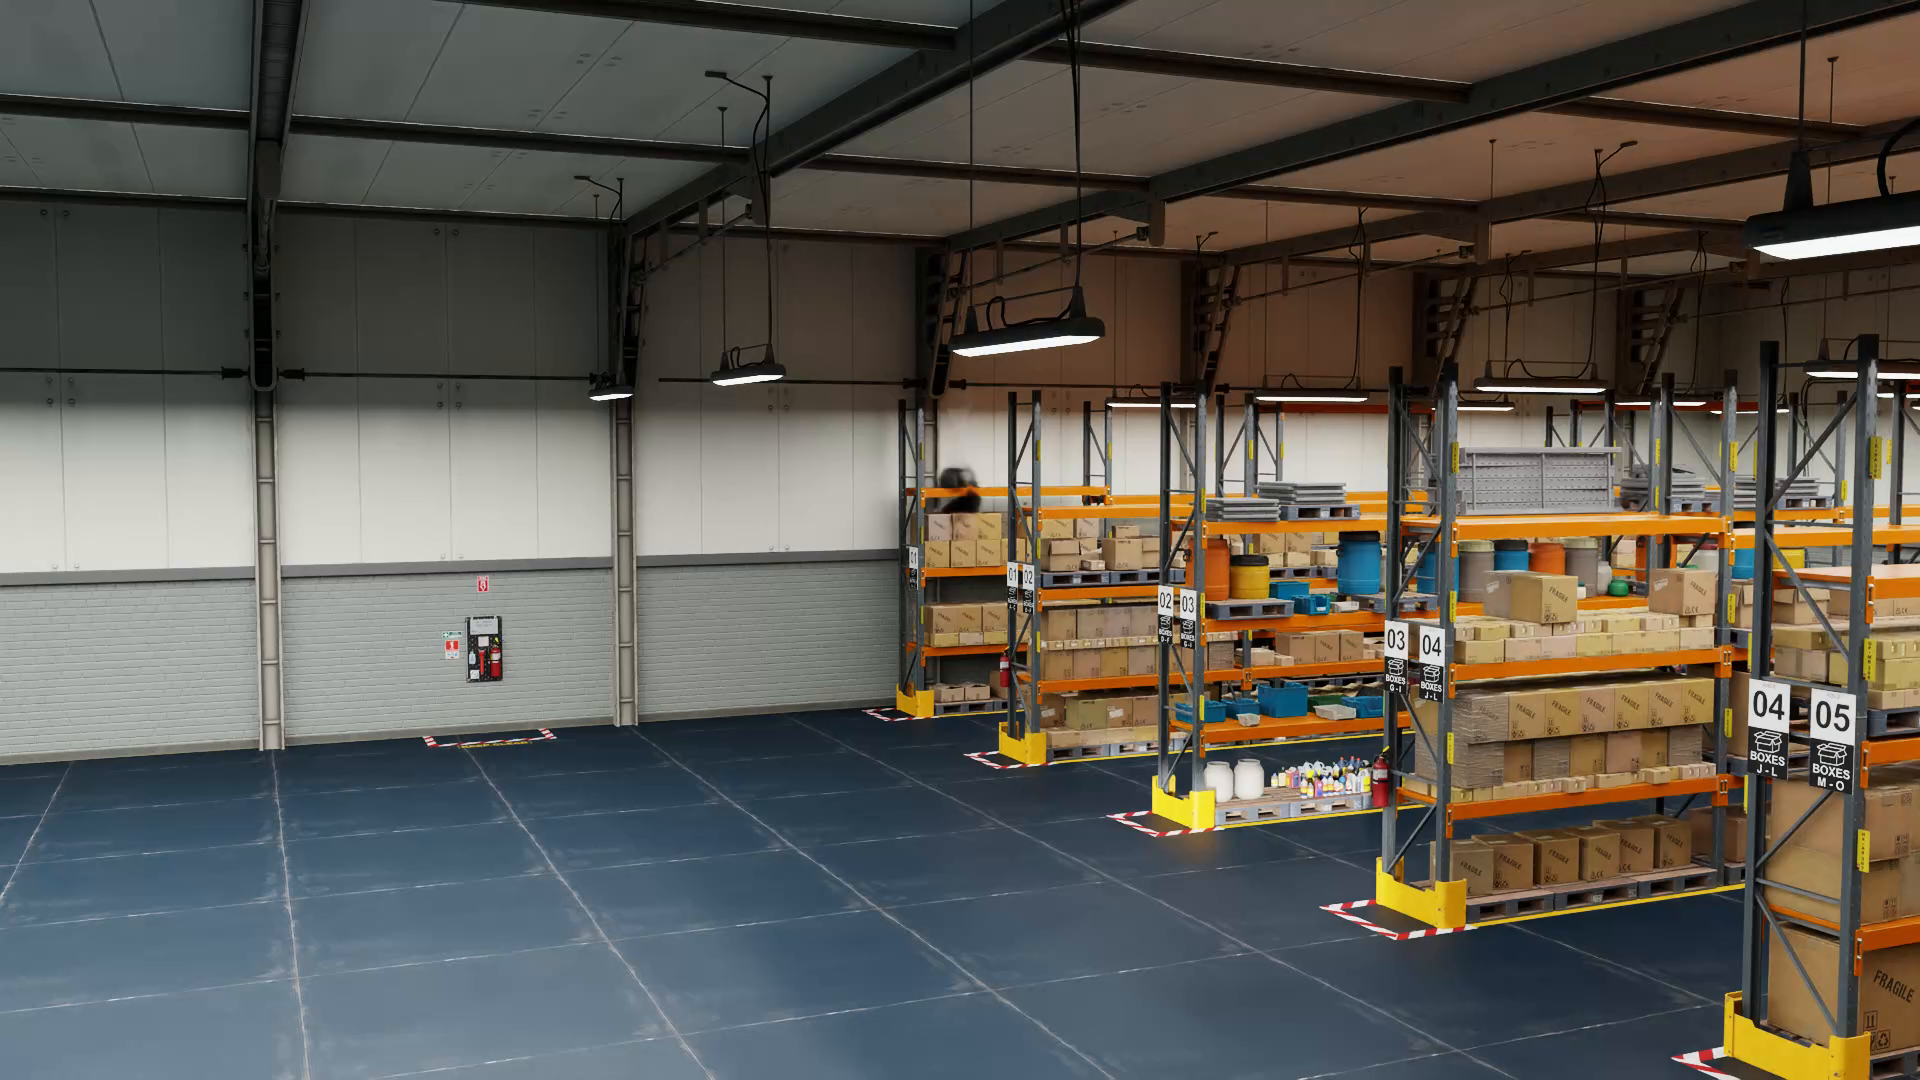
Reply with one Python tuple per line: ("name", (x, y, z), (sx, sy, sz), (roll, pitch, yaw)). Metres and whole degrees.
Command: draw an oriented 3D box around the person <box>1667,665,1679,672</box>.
("person", (12.519, 2.556, 29.782), (0.810, 1.737, 0.732), (-2, 4, -33))
